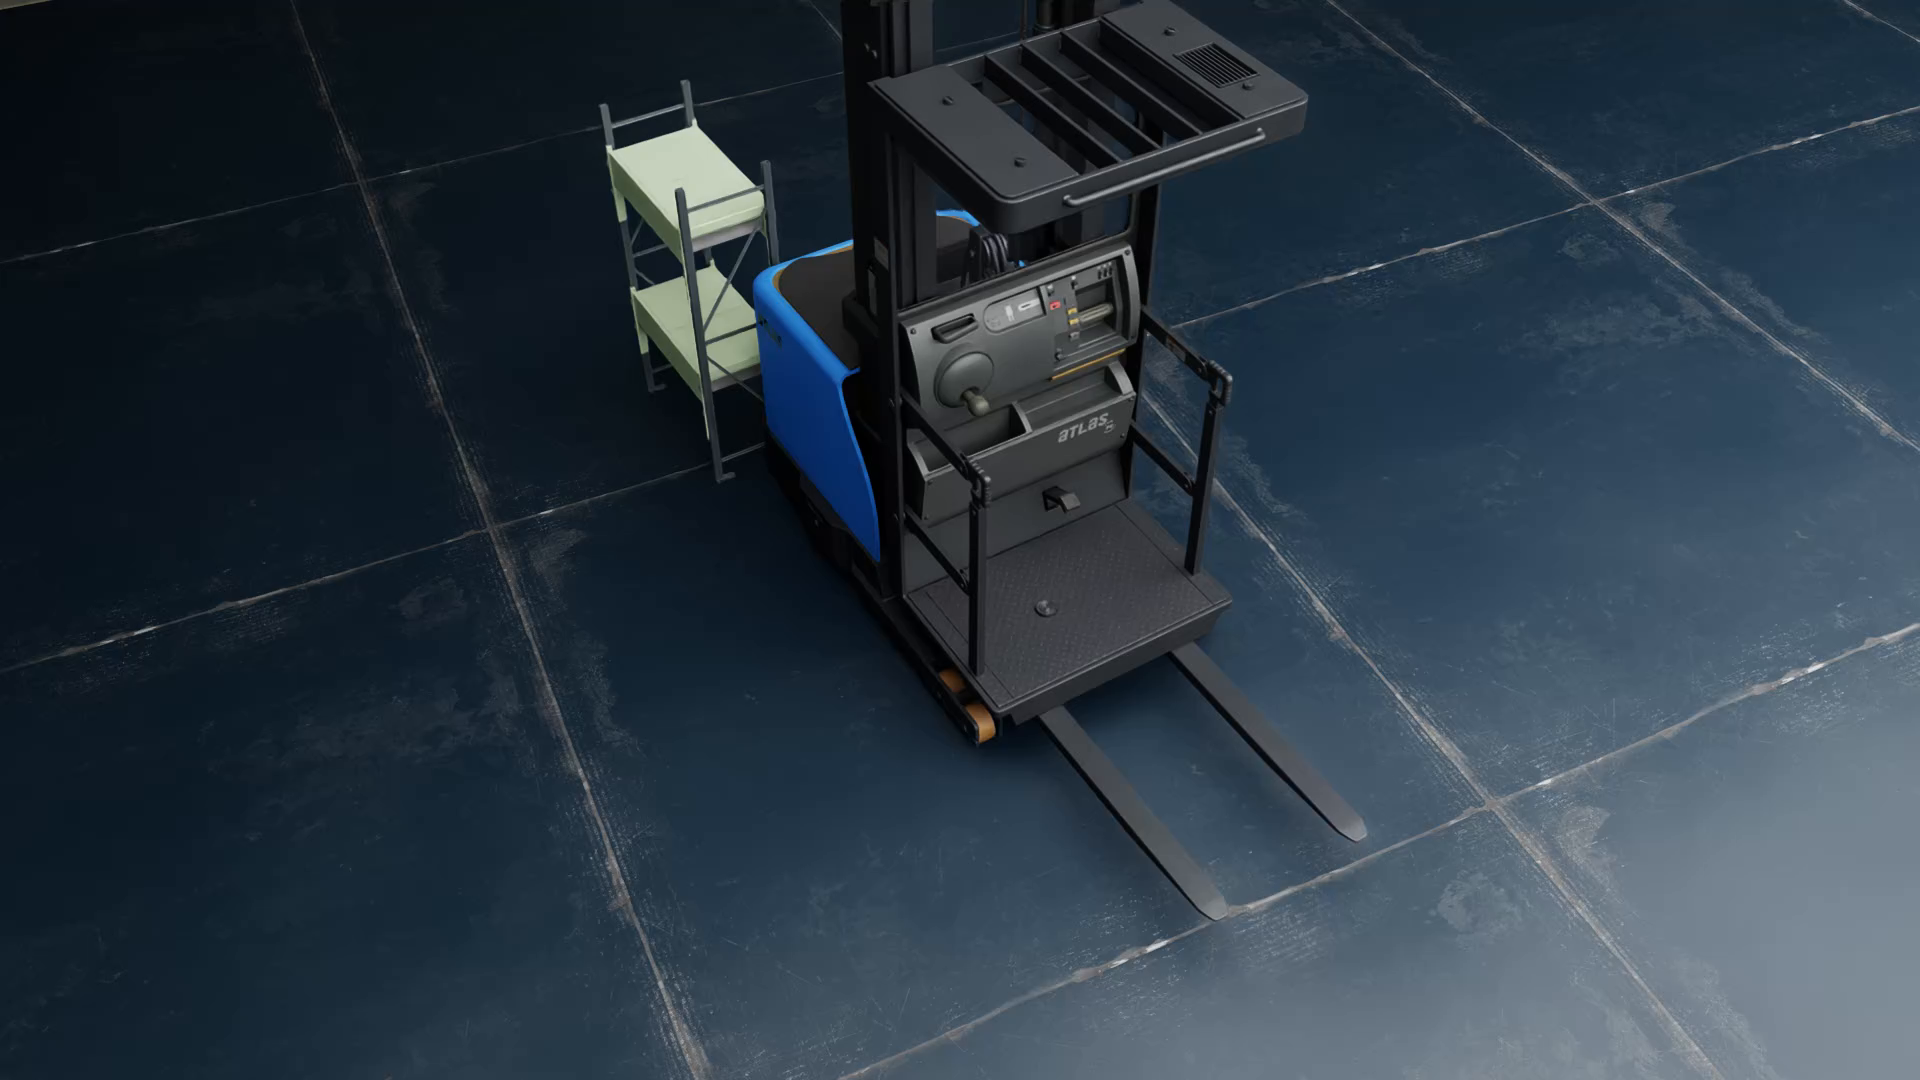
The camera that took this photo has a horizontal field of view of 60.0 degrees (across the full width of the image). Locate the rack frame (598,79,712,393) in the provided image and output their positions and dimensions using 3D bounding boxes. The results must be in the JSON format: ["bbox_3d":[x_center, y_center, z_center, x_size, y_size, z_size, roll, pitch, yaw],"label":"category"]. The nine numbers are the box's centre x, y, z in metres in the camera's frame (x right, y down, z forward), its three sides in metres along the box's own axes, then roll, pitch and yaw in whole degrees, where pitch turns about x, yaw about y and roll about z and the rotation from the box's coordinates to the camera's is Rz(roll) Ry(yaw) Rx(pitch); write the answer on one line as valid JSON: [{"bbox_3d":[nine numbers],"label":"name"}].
[{"bbox_3d":[-1.300,-1.306,7.375,0.400,1.500,0.023,-24,49,-22],"label":"rack frame"}]

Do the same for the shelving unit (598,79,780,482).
[{"bbox_3d":[-1.107,-1.088,7.154,0.431,1.500,0.755,-24,49,-22],"label":"shelving unit"}]

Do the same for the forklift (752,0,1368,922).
[{"bbox_3d":[0.344,-0.647,5.688,1.130,2.935,3.031,-23,49,-22],"label":"forklift"}]

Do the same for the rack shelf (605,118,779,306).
[{"bbox_3d":[-1.107,-1.366,6.880,0.431,0.370,0.720,-24,49,-22],"label":"rack shelf"}]

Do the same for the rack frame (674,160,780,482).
[{"bbox_3d":[-0.914,-0.870,6.932,0.400,1.500,0.023,-24,49,-22],"label":"rack frame"}]

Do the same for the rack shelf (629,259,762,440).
[{"bbox_3d":[-1.107,-0.856,7.383,0.431,0.370,0.720,-24,49,-22],"label":"rack shelf"}]
